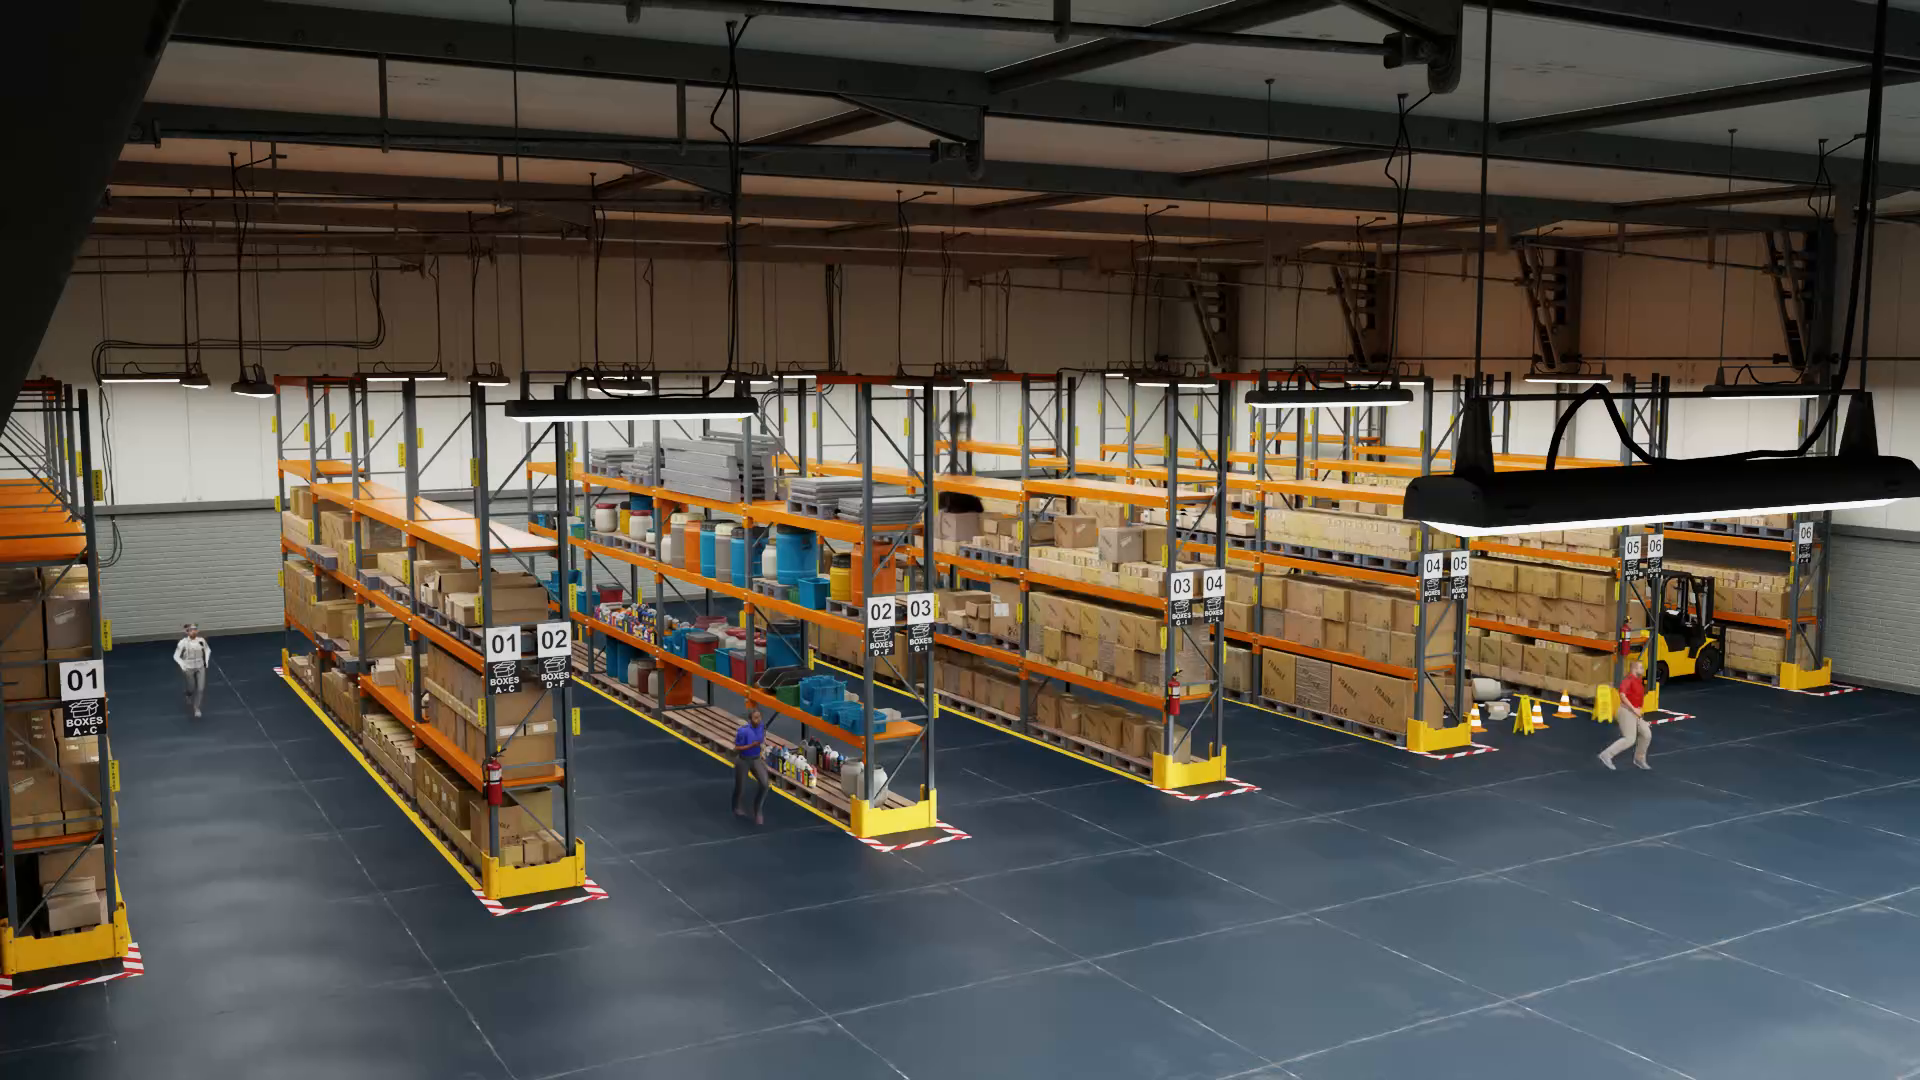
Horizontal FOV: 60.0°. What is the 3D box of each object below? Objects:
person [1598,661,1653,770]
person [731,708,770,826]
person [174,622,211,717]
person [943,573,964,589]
[{"bbox_3d":[10.284,2.722,25.583,0.735,1.737,0.897,4,7,30],"label":"person"},{"bbox_3d":[-2.873,3.061,22.619,0.565,1.612,0.894,-4,7,-33],"label":"person"},{"bbox_3d":[-13.649,2.283,29.619,0.629,1.680,0.677,-5,8,-37],"label":"person"},{"bbox_3d":[-0.161,0.790,42.651,0.625,1.835,0.762,4,8,35],"label":"person"}]
